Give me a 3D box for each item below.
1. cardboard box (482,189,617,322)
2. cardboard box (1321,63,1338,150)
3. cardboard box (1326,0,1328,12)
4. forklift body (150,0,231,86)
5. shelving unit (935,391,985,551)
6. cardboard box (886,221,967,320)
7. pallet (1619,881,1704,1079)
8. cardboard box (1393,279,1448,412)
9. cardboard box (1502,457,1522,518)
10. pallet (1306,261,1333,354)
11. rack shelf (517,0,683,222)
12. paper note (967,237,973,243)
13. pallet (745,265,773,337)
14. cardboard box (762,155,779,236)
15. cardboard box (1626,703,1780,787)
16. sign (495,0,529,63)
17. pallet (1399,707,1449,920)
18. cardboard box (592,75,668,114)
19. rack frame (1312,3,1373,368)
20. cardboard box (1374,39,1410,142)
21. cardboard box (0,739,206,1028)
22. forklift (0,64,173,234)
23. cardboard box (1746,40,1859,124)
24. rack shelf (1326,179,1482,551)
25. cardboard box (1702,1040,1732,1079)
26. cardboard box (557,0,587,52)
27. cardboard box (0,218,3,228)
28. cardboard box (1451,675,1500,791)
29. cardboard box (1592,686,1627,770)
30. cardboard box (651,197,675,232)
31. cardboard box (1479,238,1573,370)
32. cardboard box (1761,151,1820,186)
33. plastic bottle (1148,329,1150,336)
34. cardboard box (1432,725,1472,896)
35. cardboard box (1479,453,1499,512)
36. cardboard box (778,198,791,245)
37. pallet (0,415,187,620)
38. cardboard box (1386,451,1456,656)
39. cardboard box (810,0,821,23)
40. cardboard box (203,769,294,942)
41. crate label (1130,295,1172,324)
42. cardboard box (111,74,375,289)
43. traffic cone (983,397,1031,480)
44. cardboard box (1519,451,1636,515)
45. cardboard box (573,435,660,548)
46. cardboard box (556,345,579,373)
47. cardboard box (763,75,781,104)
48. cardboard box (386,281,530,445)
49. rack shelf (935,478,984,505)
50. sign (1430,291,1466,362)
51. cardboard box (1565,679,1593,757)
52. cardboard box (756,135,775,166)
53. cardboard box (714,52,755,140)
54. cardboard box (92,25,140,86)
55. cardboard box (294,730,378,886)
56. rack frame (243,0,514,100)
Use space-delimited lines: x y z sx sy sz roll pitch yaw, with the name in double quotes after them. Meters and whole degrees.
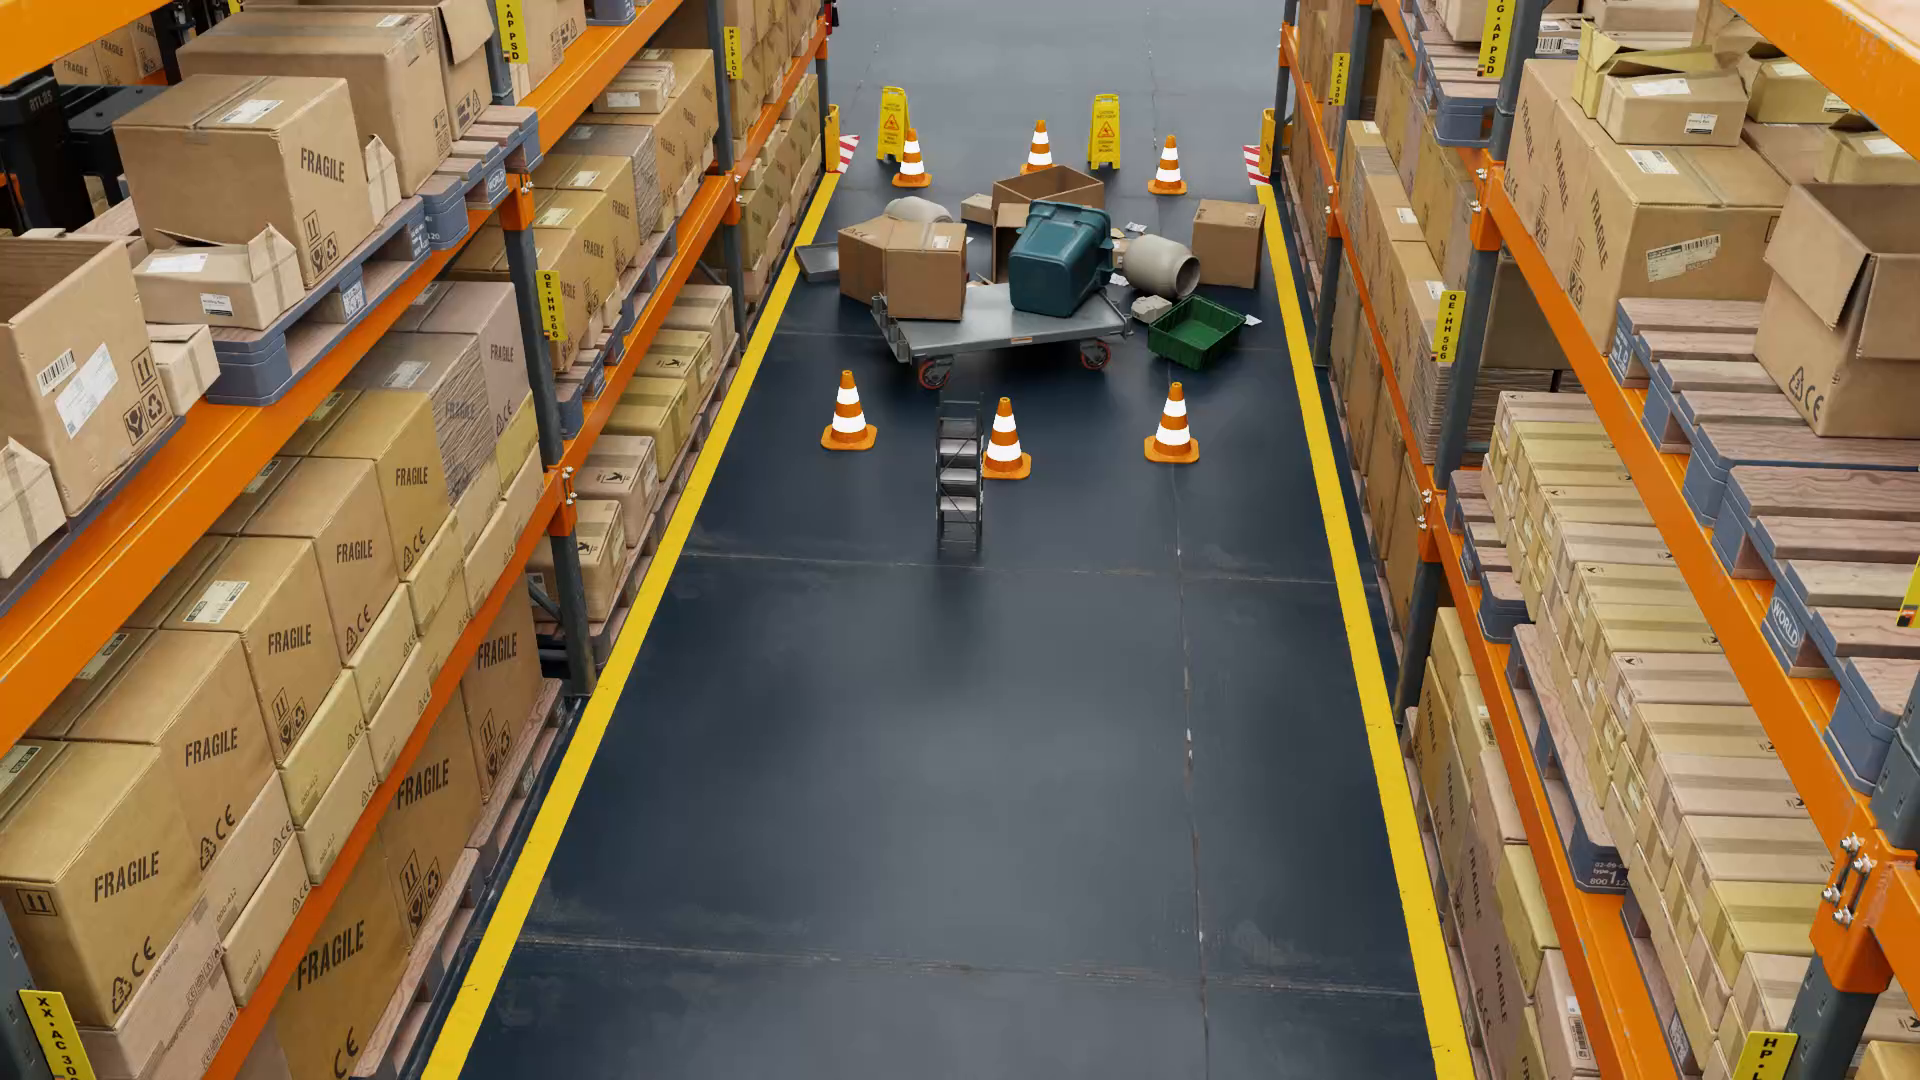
-2.022 -1.390 8.148 0.500 0.500 0.500 4 32 7 "cardboard box"
2.983 -3.023 11.434 0.875 0.550 0.550 2 32 4 "cardboard box"
3.152 -4.039 12.053 0.875 0.550 0.500 2 32 4 "cardboard box"
-4.957 -3.507 13.170 2.313 2.155 1.214 2 32 4 "forklift body"
-0.001 -0.379 9.287 0.258 0.900 0.210 2 32 4 "shelving unit"
-0.223 -1.834 11.307 0.500 0.500 0.500 2 32 4 "cardboard box"
2.498 1.394 4.592 1.003 0.211 1.213 2 32 4 "pallet"
2.428 -0.936 8.095 0.500 0.500 0.500 2 32 4 "cardboard box"
2.357 -0.198 6.548 0.380 0.149 0.250 4 32 6 "cardboard box"
3.082 -1.684 12.062 1.003 0.211 1.213 2 32 4 "pallet"
-2.162 -2.561 8.653 1.077 0.370 4.000 2 32 4 "rack shelf"
0.014 -2.441 13.474 0.148 0.019 0.142 14 34 21 "paper note"
-1.980 -1.801 12.252 1.003 0.211 1.213 2 32 4 "pallet"
-1.651 -2.541 12.300 0.500 0.500 0.500 4 32 6 "cardboard box"
2.218 0.621 4.935 0.380 0.149 0.250 1 32 2 "cardboard box"
-1.773 -2.047 6.565 0.100 0.325 0.005 2 32 4 "sign"
2.552 1.210 7.366 1.003 0.211 1.213 2 32 4 "pallet"
-1.854 -2.504 9.336 0.380 0.149 0.250 1 32 2 "cardboard box"
2.942 -2.477 10.691 1.000 3.000 0.127 2 32 4 "rack frame"
2.908 -2.686 9.981 0.700 0.500 0.500 2 32 3 "cardboard box"
-2.328 0.861 4.225 0.500 0.500 0.500 3 32 5 "cardboard box"
-4.604 -1.250 8.765 1.130 2.935 3.031 3 32 4 "forklift"
2.816 -1.540 5.485 0.396 0.266 0.258 2 32 4 "cardboard box"
2.779 -1.125 9.183 1.077 0.370 4.000 2 32 4 "rack shelf"
2.126 1.418 4.209 0.380 0.149 0.250 2 32 3 "cardboard box"
-2.229 -2.664 8.036 0.797 0.503 0.637 2 32 4 "cardboard box"
-7.112 -2.330 12.196 0.500 0.250 0.500 2 32 3 "cardboard box"
2.278 0.796 6.647 0.500 0.250 0.500 2 32 3 "cardboard box"
2.230 0.602 5.251 0.380 0.149 0.250 3 32 4 "cardboard box"
-1.864 -1.894 9.584 0.380 0.149 0.250 2 32 4 "cardboard box"
2.663 -1.088 7.389 0.700 0.500 0.500 2 32 4 "cardboard box"
2.751 -0.872 5.132 0.500 0.500 0.500 2 32 4 "cardboard box"
1.461 -1.435 11.801 0.133 0.061 0.283 -14 34 -21 "plastic bottle"
2.267 1.122 6.833 0.500 0.500 0.500 3 32 5 "cardboard box"
2.379 -0.232 6.887 0.380 0.149 0.250 2 32 3 "cardboard box"
-1.610 -2.498 12.945 0.500 0.250 0.500 2 32 3 "cardboard box"
-2.625 -0.130 4.205 0.805 0.209 1.217 1 32 2 "pallet"
2.756 0.079 8.287 1.050 0.750 0.750 2 32 3 "cardboard box"
-1.443 -4.601 13.758 0.500 0.500 0.500 2 32 3 "cardboard box"
-2.319 0.907 4.867 0.500 0.250 0.500 3 32 5 "cardboard box"
1.400 -1.677 12.120 0.298 0.136 0.250 -20 37 -29 "crate label"
-2.180 -1.109 5.115 0.500 0.500 0.500 3 32 4 "cardboard box"
0.268 -0.653 10.149 0.336 0.463 0.334 2 32 4 "traffic cone"
2.342 -0.209 6.282 0.380 0.149 0.250 2 32 4 "cardboard box"
-2.217 -0.285 9.239 0.950 0.372 0.625 2 32 3 "cardboard box"
-2.057 -0.924 8.010 0.380 0.149 0.250 1 32 1 "cardboard box"
-1.541 -3.348 12.344 0.380 0.149 0.250 3 32 4 "cardboard box"
-2.107 -0.731 6.809 0.500 0.500 0.500 2 32 3 "cardboard box"
-0.001 -0.274 9.352 0.258 0.077 0.200 2 32 4 "rack shelf"
2.063 -0.900 7.029 0.100 0.325 0.005 2 32 4 "sign"
2.251 0.597 5.541 0.380 0.149 0.250 1 32 2 "cardboard box"
-1.572 -2.868 12.213 0.380 0.149 0.250 4 32 6 "cardboard box"
-1.686 -3.023 11.198 0.500 0.500 0.500 2 32 4 "cardboard box"
-6.585 -3.647 12.494 0.500 0.500 0.500 2 32 3 "cardboard box"
-2.254 0.855 5.428 0.500 0.250 0.500 2 32 4 "cardboard box"
-2.325 -3.098 5.980 1.000 3.000 0.127 2 32 4 "rack frame"
